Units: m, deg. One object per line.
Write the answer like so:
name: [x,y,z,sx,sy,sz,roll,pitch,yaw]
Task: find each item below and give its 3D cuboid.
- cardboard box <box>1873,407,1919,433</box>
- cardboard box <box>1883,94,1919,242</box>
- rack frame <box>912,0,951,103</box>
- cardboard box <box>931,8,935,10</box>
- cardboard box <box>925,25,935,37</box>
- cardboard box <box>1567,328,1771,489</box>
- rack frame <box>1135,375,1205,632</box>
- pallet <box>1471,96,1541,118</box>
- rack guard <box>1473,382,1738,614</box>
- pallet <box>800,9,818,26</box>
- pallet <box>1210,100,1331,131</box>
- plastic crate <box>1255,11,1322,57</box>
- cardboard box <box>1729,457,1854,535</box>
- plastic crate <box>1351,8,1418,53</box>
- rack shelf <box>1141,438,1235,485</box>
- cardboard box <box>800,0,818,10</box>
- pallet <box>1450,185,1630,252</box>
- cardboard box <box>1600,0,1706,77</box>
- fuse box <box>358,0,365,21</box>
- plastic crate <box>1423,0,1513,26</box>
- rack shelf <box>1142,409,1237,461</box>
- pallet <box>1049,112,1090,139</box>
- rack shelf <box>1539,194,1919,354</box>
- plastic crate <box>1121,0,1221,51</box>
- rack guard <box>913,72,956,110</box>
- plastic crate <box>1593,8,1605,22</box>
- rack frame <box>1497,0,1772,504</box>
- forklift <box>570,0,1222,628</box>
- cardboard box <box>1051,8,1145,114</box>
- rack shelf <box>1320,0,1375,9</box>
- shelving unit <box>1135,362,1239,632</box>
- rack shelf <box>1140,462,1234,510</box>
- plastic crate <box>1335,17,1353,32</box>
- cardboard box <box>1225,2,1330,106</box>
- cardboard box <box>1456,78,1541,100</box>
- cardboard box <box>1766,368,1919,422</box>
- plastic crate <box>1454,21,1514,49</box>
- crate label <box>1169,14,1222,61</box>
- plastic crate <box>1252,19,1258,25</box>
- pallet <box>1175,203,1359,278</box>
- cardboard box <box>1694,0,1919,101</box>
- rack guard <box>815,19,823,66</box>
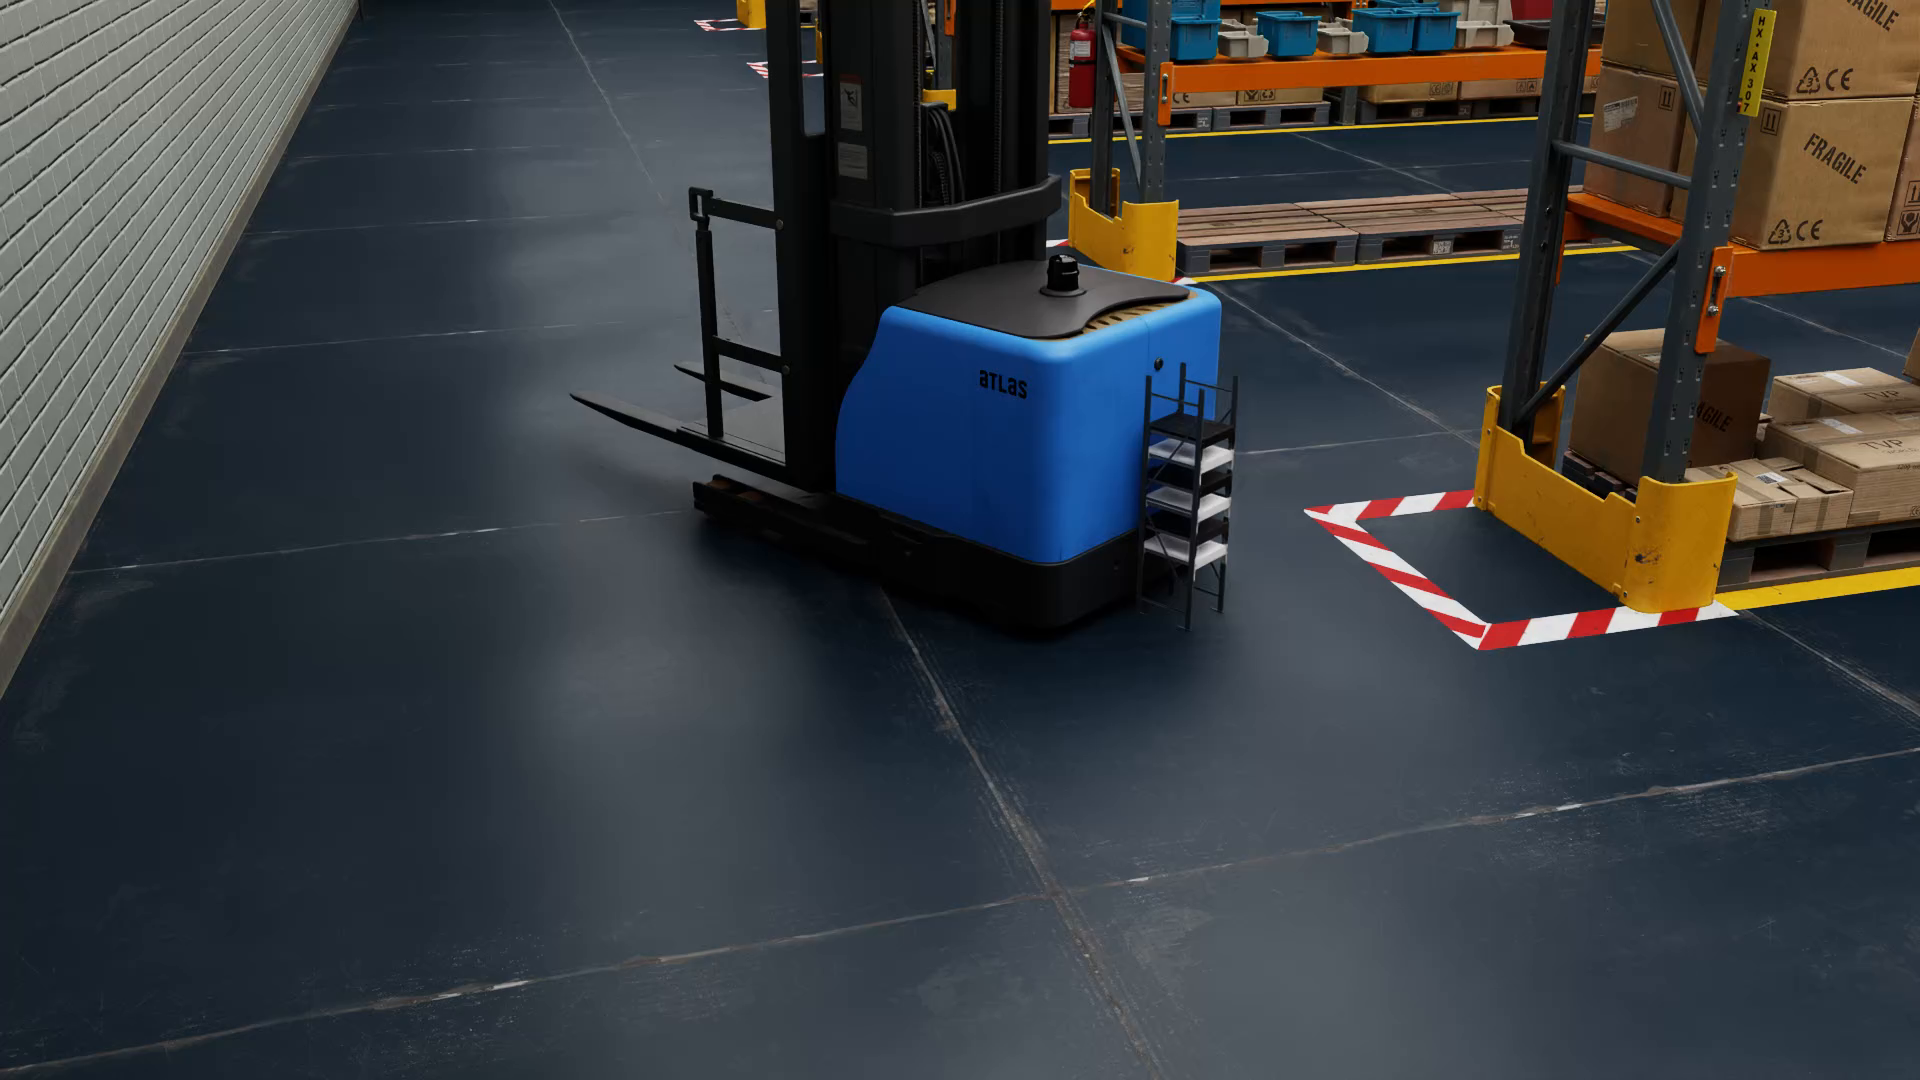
cardboard box: [3.965,-0.332,6.566,0.500,0.250,0.500,-6,24,-14]
cardboard box: [3.395,-1.387,5.969,0.500,0.500,0.500,-7,24,-15]
rack frame: [-0.271,-5.098,14.745,0.127,3.000,1.000,-6,24,-14]
cardboard box: [-0.190,-6.186,19.609,0.250,0.149,0.380,-8,24,-17]
cardboard box: [-0.449,-6.037,19.639,0.250,0.149,0.380,-6,24,-14]
cardboard box: [2.859,-0.541,6.738,0.500,0.500,0.500,-6,24,-14]
rack frame: [0.729,-0.120,5.806,0.240,0.900,0.006,20,30,38]
pallet: [5.480,-4.485,16.852,1.213,0.211,1.003,-6,24,-14]
rack guard: [2.475,-0.196,6.490,0.348,0.500,1.175,-6,24,-14]
pallet: [-2.199,-7.694,24.331,1.213,0.211,1.003,-6,24,-14]
pallet: [2.827,-4.191,16.168,1.213,0.211,1.003,-6,24,-14]
plastic crate: [2.028,-3.140,10.317,0.300,0.233,0.416,-6,24,-14]
cardboard box: [3.138,-0.177,6.313,0.250,0.166,0.380,-6,24,-14]
plastic crate: [2.662,-3.210,10.480,0.300,0.233,0.416,-6,24,-14]
rack shelf: [0.797,-0.284,5.817,0.258,0.077,0.200,20,30,38]
cardboard box: [-2.339,-7.984,24.188,0.875,0.438,0.875,-7,24,-16]
pallet: [4.221,-2.269,11.688,1.213,0.211,1.003,-6,24,-14]
cardboard box: [2.756,-1.994,6.116,0.500,0.500,0.500,-7,24,-15]
fuse box: [-8.797,-8.472,24.242,0.414,1.711,0.539,-6,24,-14]
plastic crate: [3.399,-3.524,11.151,0.530,0.282,0.437,-6,24,-14]
rack shelf: [0.797,-0.367,5.781,0.258,0.077,0.200,20,30,38]
pallet: [0.478,-3.931,15.562,1.213,0.211,1.003,-6,24,-14]
rack shelf: [4.327,-1.219,6.617,4.000,0.370,1.077,-6,24,-14]
plastic crate: [1.339,-3.368,10.592,0.499,0.435,0.616,-6,24,-14]
rack guard: [-0.294,-3.947,15.232,0.348,0.500,1.175,-6,24,-14]
plastic crate: [4.432,-3.555,11.406,0.243,0.136,0.396,-6,24,-14]
rack frame: [2.402,-1.337,5.979,0.127,3.000,1.000,-6,24,-14]
forklift: [-0.460,-1.512,6.475,3.031,2.935,1.130,20,30,38]
cardboard box: [1.200,-4.510,15.537,0.875,0.875,0.875,-6,24,-14]
rack shelf: [5.506,-5.406,16.376,4.000,0.370,1.077,-6,24,-14]
shelving unit: [0.797,-0.149,5.875,0.258,0.900,0.210,20,30,38]
rack shelf: [0.797,-0.201,5.852,0.258,0.077,0.200,20,30,38]
plastic crate: [2.628,-3.382,11.005,0.250,0.136,0.298,-6,24,-14]
cardboard box: [2.924,-4.701,15.981,0.875,0.875,0.875,-6,24,-14]
cardboard box: [5.052,-4.912,16.473,0.875,0.875,1.225,-7,24,-16]
cardboard box: [3.781,-0.516,6.996,0.500,0.250,0.500,-6,24,-14]
plastic crate: [3.323,-3.250,10.697,0.466,0.136,0.293,-6,24,-14]
crate label: [1.394,-3.069,10.154,0.303,0.233,0.416,-6,24,-14]
plastic crate: [2.086,-3.305,10.824,0.243,0.136,0.396,-6,24,-14]
pallet: [1.872,-2.009,11.083,1.213,0.211,1.003,-6,24,-14]
cardboard box: [2.900,-1.789,5.639,0.500,0.500,0.500,-6,24,-13]
rack guard: [-1.440,-5.851,19.670,0.348,0.500,1.175,-6,24,-14]
